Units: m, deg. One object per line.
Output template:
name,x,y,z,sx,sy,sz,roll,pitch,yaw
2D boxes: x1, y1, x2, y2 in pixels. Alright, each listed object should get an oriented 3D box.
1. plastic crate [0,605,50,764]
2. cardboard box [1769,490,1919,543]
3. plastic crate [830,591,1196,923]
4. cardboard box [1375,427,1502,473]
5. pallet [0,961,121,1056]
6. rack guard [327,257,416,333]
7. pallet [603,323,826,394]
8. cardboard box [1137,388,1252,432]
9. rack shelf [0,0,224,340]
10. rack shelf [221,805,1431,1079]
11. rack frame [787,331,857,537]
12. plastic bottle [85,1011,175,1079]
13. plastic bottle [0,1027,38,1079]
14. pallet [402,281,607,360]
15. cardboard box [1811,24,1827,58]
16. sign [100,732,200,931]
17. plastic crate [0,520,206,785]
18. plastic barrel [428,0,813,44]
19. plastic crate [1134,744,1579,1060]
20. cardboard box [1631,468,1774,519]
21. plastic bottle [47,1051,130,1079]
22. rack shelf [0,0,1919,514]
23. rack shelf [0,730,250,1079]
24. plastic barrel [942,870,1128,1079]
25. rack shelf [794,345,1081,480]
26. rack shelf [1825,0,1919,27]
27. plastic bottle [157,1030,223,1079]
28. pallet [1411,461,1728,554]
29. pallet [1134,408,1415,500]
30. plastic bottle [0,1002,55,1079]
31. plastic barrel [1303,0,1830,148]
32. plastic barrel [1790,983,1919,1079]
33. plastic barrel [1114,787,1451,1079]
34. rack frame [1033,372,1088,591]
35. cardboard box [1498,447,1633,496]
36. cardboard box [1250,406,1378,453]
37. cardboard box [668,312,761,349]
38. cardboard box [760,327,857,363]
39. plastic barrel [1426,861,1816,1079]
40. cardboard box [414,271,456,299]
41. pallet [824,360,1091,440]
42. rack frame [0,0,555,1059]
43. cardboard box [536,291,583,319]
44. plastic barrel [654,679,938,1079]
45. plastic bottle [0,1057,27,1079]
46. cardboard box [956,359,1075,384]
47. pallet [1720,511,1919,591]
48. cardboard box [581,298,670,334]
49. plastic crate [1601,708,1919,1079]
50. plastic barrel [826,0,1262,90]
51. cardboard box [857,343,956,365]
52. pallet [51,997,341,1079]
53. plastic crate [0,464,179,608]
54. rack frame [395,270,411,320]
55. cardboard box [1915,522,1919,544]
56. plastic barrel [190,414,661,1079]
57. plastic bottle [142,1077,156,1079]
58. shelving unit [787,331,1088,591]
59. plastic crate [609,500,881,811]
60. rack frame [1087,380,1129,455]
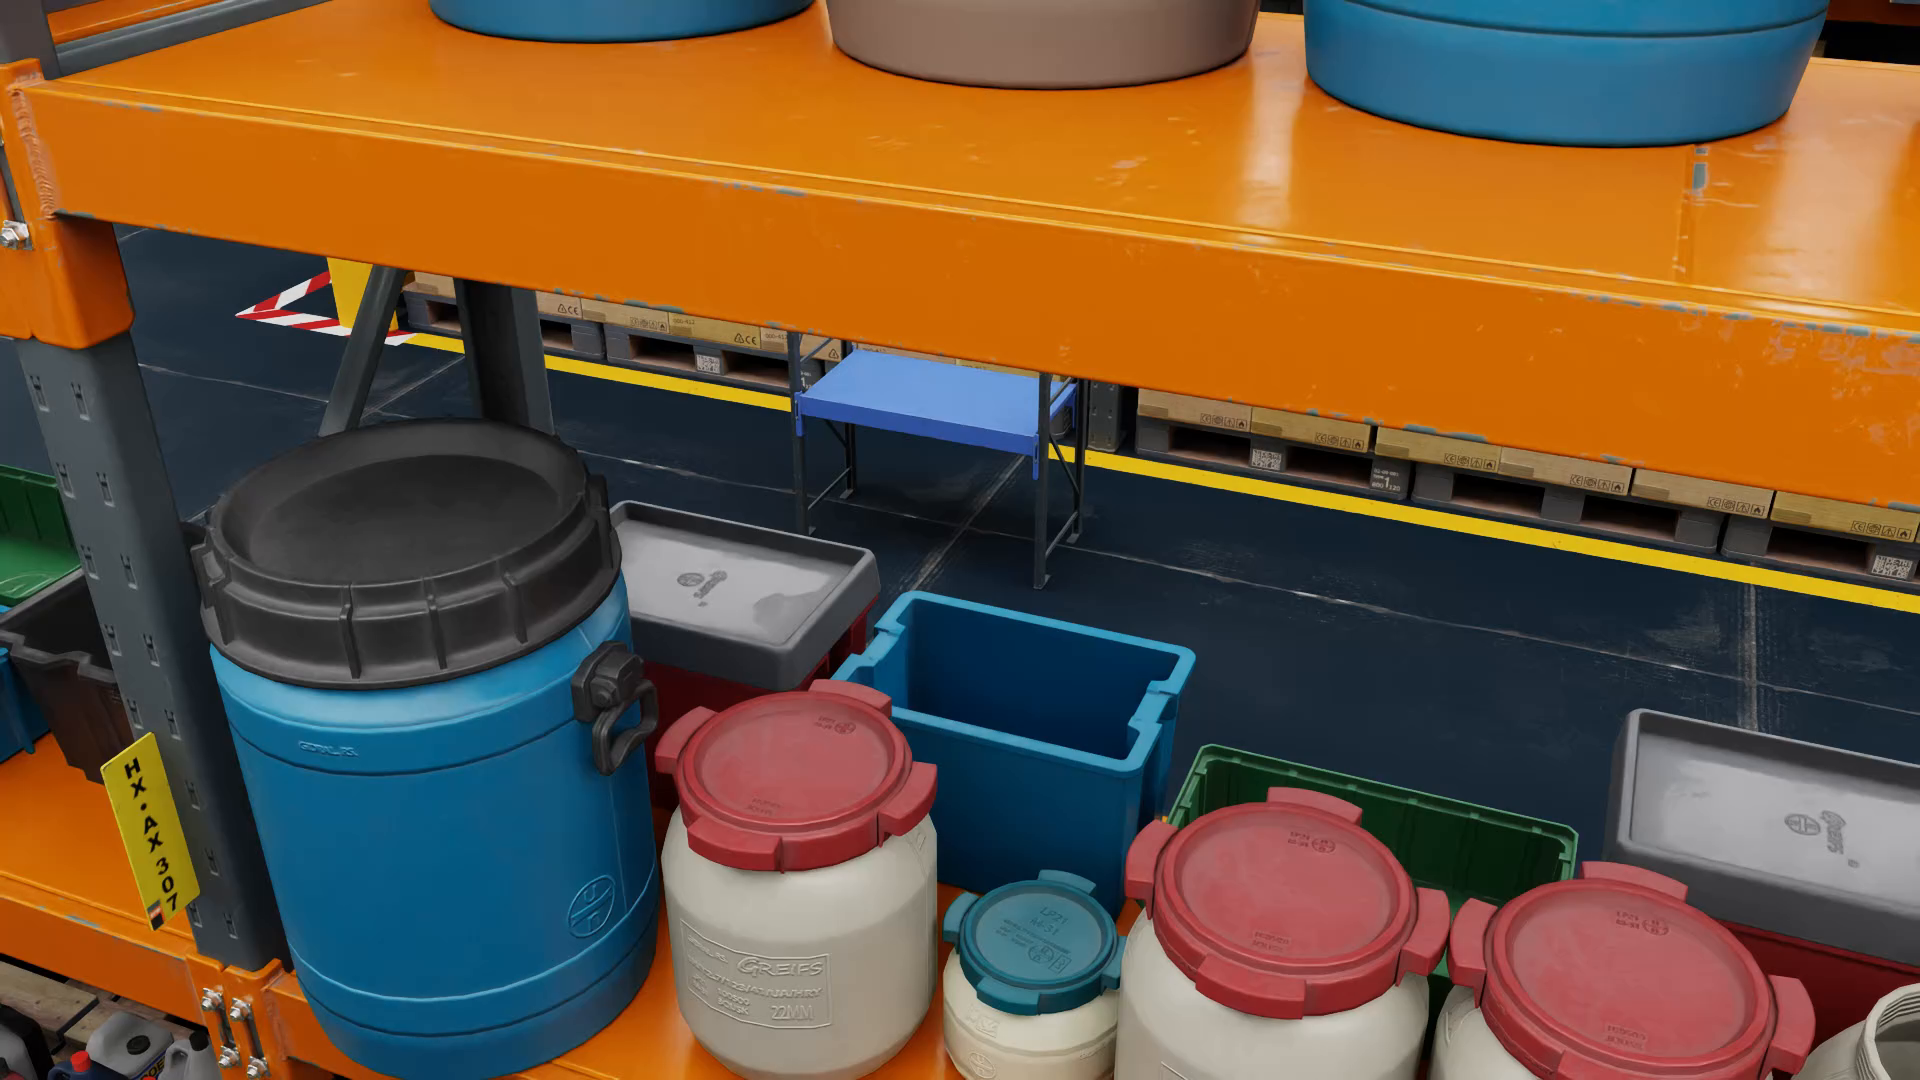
plastic crate,-2.176,0.315,3.295,0.616,0.251,0.499,11,31,19
cardboard box,3.465,-0.252,6.515,0.500,0.250,0.500,11,31,19
plastic crate,0.090,0.401,3.009,0.575,0.384,0.392,11,31,19
cardboard box,2.052,-0.535,7.015,0.500,0.250,0.500,10,31,18
pallet,-2.790,1.177,4.453,1.213,0.211,1.003,11,31,19
rack guard,-2.912,-1.583,9.042,0.348,0.500,1.175,11,31,19
pallet,-1.039,-1.104,8.488,1.213,0.211,1.003,11,31,19
cardboard box,1.098,-0.725,7.351,0.500,0.250,0.500,11,31,18
rack shelf,-2.902,-1.031,3.209,4.000,0.370,1.077,11,31,19
rack shelf,0.804,1.015,2.637,4.000,0.370,1.077,11,31,19
rack frame,-0.550,-0.763,6.575,0.032,1.500,0.500,11,31,19
plastic bottle,-1.899,1.230,3.846,0.135,0.276,0.152,11,31,19
plastic bottle,-2.231,1.210,3.805,0.185,0.351,0.144,11,31,19
pallet,-2.165,-1.330,8.888,1.213,0.211,1.003,11,31,19
cardboard box,5.191,-3.119,10.551,0.500,0.250,0.500,12,32,20
sign,-1.266,0.460,2.607,0.005,0.325,0.100,11,31,19
plastic crate,-1.486,0.204,3.404,0.504,0.338,0.767,11,31,19
plastic barrel,-0.496,-1.197,2.262,0.708,0.901,0.600,11,31,19
plastic crate,0.671,0.617,2.825,0.662,0.188,0.450,11,31,19
cardboard box,3.000,-0.346,6.682,0.500,0.250,0.500,12,32,20
plastic bottle,-1.932,1.270,3.700,0.185,0.351,0.144,10,31,17
rack shelf,0.804,-0.291,1.899,4.000,0.370,1.077,11,31,19
rack shelf,-2.902,0.275,3.947,4.000,0.370,1.077,11,31,19
plastic barrel,0.120,0.707,2.592,0.301,0.262,0.301,0,29,0
rack shelf,-0.079,-0.512,6.497,1.000,0.185,0.538,11,31,19
rack shelf,4.529,-3.502,10.629,4.000,0.370,1.077,11,31,19
plastic bottle,-1.700,1.240,3.753,0.185,0.351,0.144,11,31,19
pallet,2.649,-0.369,7.188,1.213,0.211,1.003,11,31,19
pallet,1.514,-0.594,7.586,1.213,0.211,1.003,11,31,19
plastic bottle,-2.216,1.188,3.913,0.133,0.283,0.061,11,31,19
plastic barrel,0.716,-0.955,1.834,0.708,0.901,0.600,11,31,19
plastic barrel,1.234,0.852,2.081,0.421,0.512,0.421,0,29,0
plastic barrel,0.435,0.685,2.351,0.433,0.535,0.433,0,29,0
rack frame,0.392,-0.575,6.242,0.032,1.500,0.500,11,31,19
cardboard box,2.523,-0.440,6.848,0.500,0.250,0.500,12,32,20
cardboard box,1.571,-0.629,7.183,0.500,0.250,0.500,12,32,20
cardboard box,-1.087,-1.173,8.145,0.500,0.250,0.500,11,31,19
cardboard box,-0.623,-1.081,7.982,0.500,0.250,0.500,11,31,19
plastic barrel,0.836,0.765,2.210,0.433,0.535,0.433,0,29,0
cardboard box,-2.476,-1.451,8.637,0.500,0.250,0.500,11,31,19
pallet,0.096,-0.879,8.090,1.213,0.211,1.003,11,31,19
rack frame,-1.050,0.333,3.112,0.053,2.616,0.949,11,31,19
cardboard box,-2.012,-1.361,8.476,0.500,0.250,0.500,11,31,19
plastic barrel,-0.245,0.549,2.592,0.433,0.535,0.433,0,29,0
plastic bottle,-2.098,1.288,3.736,0.133,0.283,0.061,13,32,22
cardboard box,0.305,-0.898,7.658,0.500,0.250,0.500,11,31,19
pallet,3.775,-0.142,6.788,1.213,0.211,1.003,11,31,19
cardboard box,-1.548,-1.268,8.312,0.500,0.250,0.500,11,31,19
plastic crate,1.275,0.605,2.566,0.583,0.464,0.402,11,31,19
plastic barrel,0.110,-1.076,2.048,0.600,0.901,0.600,0,29,0
cardboard box,-0.155,-0.995,7.830,0.500,0.250,0.500,11,31,19
pallet,-1.655,1.402,4.055,1.213,0.211,1.003,11,31,19
plastic crate,-2.201,0.044,3.839,0.662,0.188,0.450,11,31,19
rack frame,-2.890,-2.666,8.419,0.127,3.000,1.000,11,31,19
cardboard box,3.944,-0.158,6.349,0.500,0.250,0.500,12,32,20
plastic barrel,-0.805,0.323,2.621,0.708,0.901,0.600,11,31,19
plastic bottle,-1.754,1.305,3.637,0.185,0.351,0.144,10,31,18
shelving unit,-0.079,-0.669,6.409,1.048,1.500,0.538,11,31,19
plastic crate,-0.485,0.254,3.188,0.583,0.464,0.402,11,31,19
rack frame,0.817,-1.926,7.110,0.127,3.000,1.000,11,31,19
